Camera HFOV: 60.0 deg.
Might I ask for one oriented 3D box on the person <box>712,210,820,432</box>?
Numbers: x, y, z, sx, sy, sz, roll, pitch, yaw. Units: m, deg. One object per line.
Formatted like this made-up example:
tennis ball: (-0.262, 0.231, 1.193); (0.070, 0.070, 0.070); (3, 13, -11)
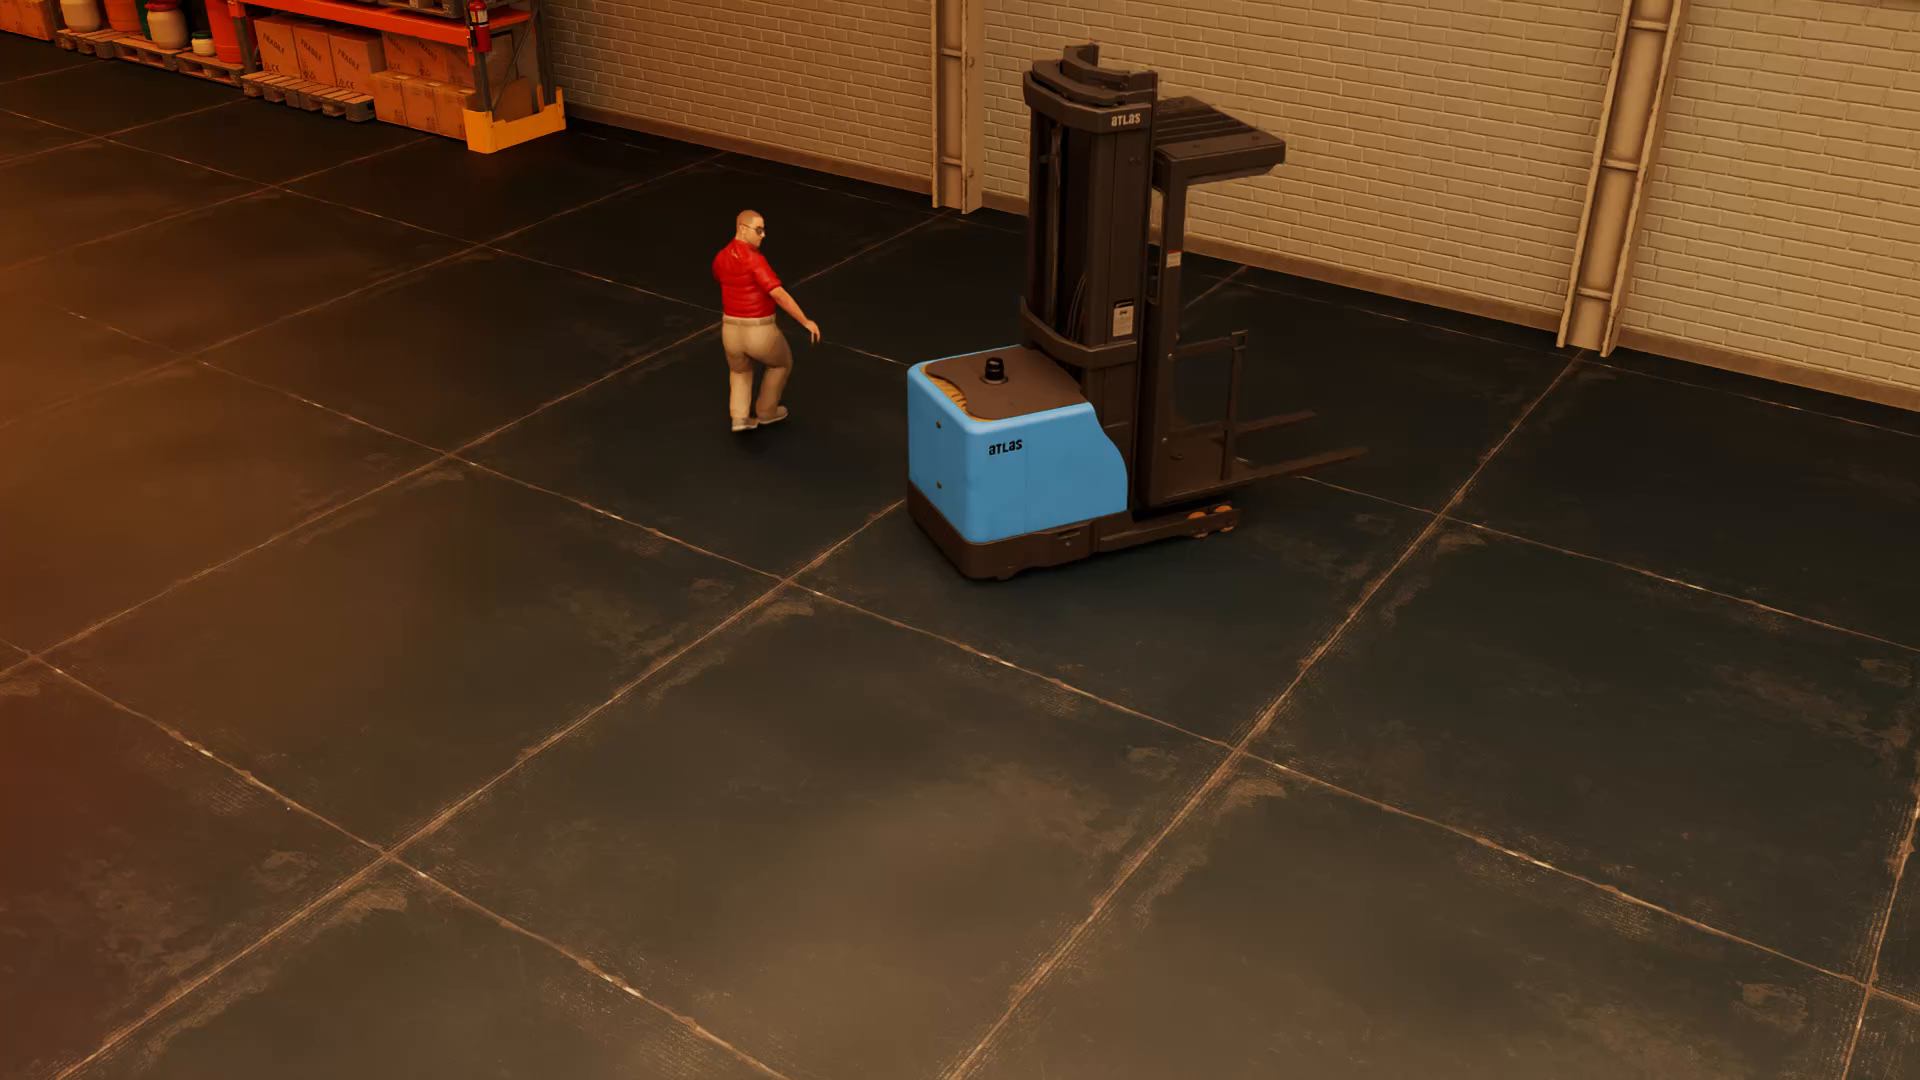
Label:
person: (-1.321, -1.498, 11.499); (0.886, 1.604, 0.864); (14, 33, 22)

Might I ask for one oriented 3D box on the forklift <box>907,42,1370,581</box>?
forklift: (1.223, -1.508, 10.178); (3.031, 2.935, 1.130); (-13, 33, -21)
